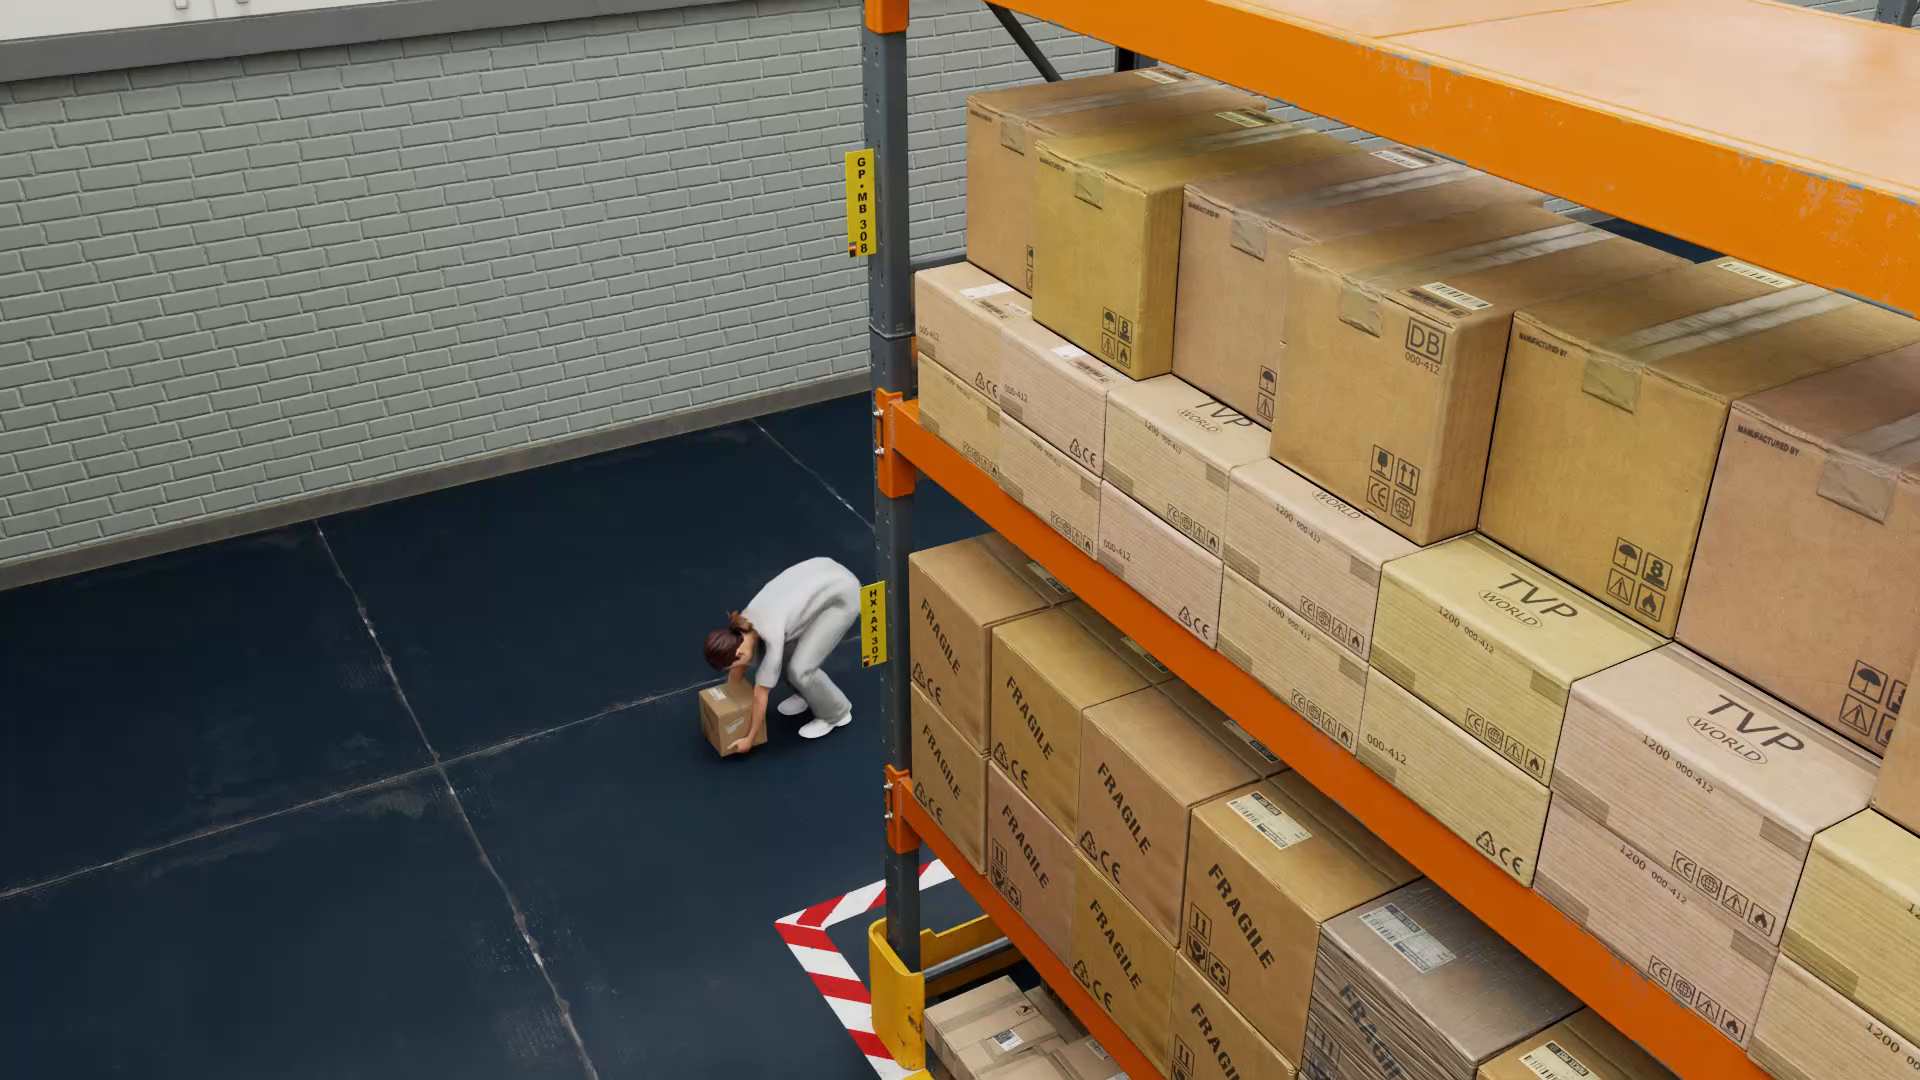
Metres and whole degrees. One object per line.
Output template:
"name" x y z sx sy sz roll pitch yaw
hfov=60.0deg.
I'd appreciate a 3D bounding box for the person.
"person" -0.878 0.578 8.336 0.849 0.880 0.472 -18 34 -29
